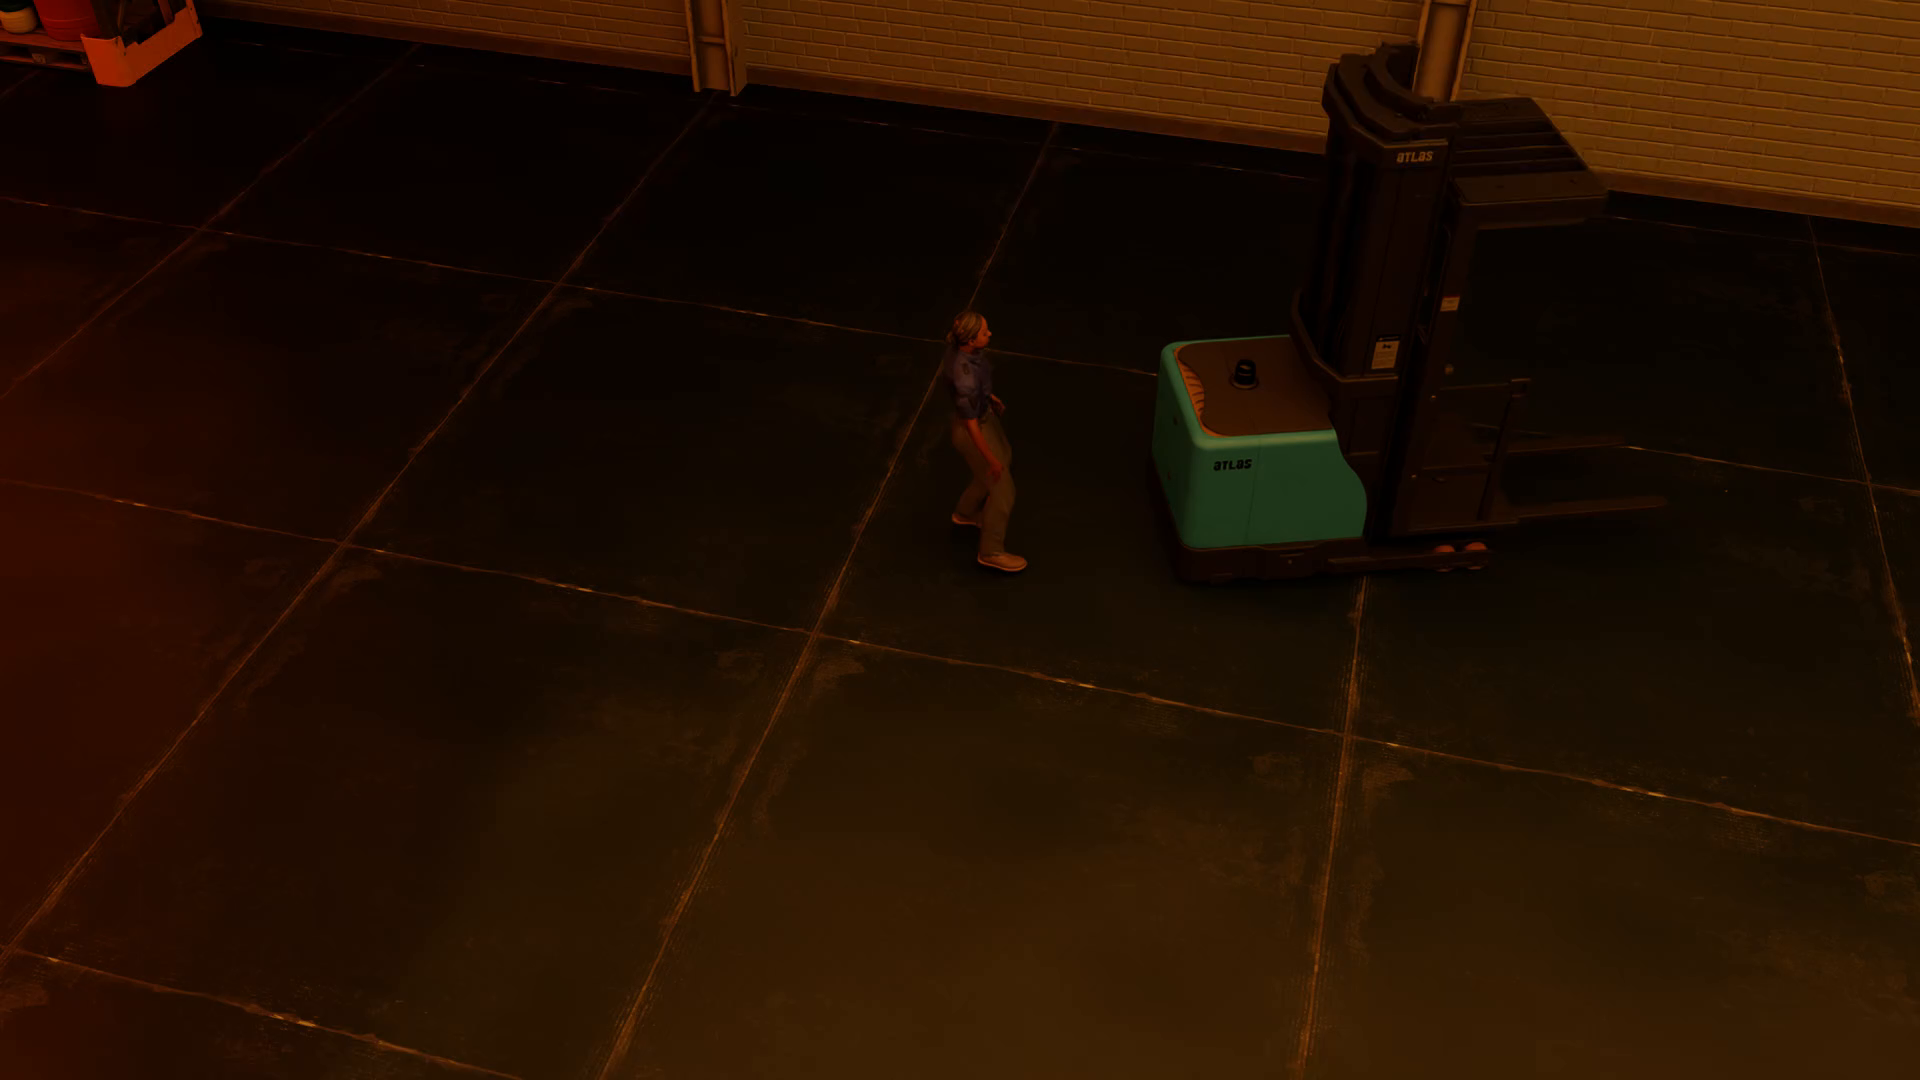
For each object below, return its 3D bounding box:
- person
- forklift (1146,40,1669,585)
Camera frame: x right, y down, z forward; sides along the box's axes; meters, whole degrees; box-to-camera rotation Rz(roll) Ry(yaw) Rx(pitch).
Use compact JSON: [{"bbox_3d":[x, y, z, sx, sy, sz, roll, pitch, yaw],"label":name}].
[{"bbox_3d":[0.153,-0.611,9.530,0.479,1.590,0.655,0,41,0],"label":"person"},{"bbox_3d":[2.720,-1.256,9.295,3.031,2.935,1.130,-4,41,-5],"label":"forklift"}]
